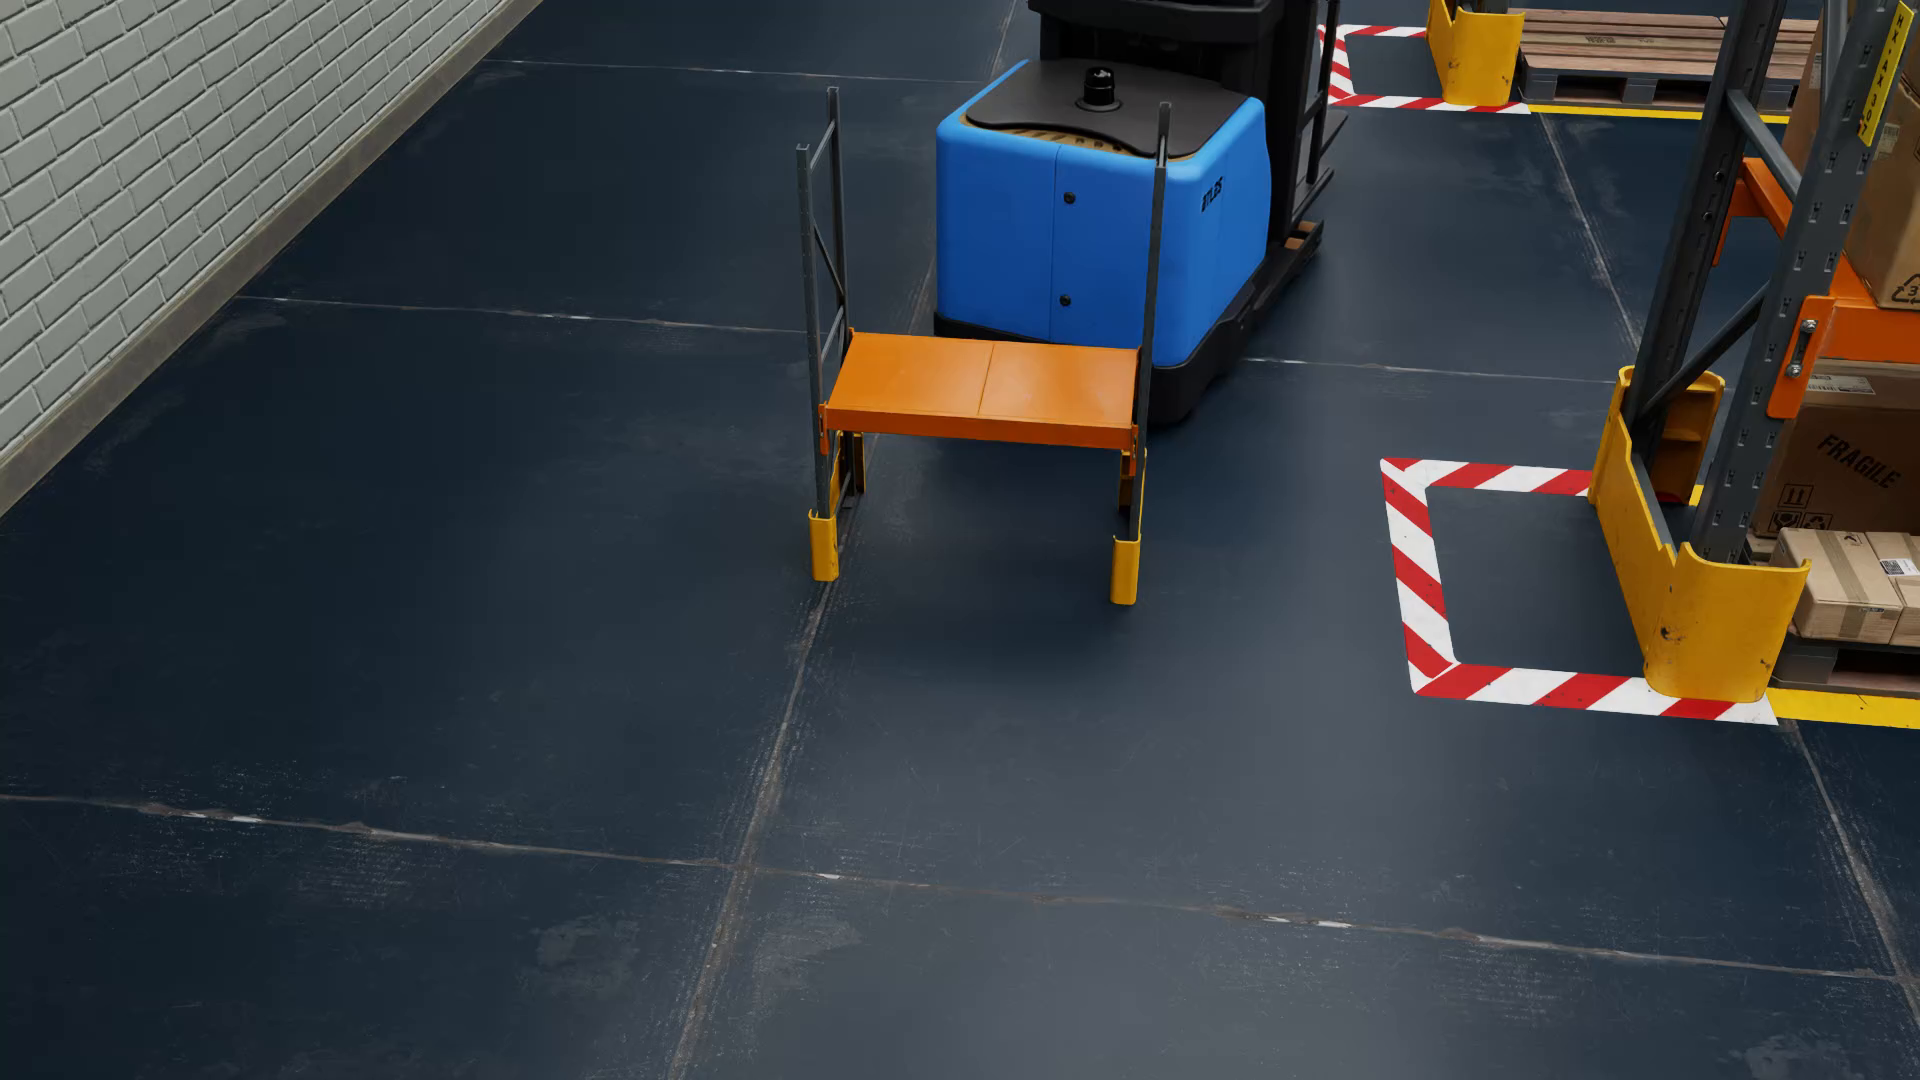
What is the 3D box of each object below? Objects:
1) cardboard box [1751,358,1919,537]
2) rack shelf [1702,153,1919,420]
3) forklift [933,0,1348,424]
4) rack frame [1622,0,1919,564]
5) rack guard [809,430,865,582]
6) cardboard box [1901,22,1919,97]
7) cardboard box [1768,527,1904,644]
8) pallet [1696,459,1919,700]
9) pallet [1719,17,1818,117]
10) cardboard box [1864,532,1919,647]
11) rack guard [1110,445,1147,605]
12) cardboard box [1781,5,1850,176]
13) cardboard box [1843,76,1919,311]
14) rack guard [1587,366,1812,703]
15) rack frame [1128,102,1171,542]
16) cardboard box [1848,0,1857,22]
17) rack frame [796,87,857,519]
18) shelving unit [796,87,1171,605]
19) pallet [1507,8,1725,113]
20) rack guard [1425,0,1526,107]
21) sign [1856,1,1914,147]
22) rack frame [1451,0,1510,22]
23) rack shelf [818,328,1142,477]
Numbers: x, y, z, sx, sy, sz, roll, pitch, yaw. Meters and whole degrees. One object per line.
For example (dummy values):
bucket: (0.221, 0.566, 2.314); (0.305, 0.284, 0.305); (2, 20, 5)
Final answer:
cardboard box: (2.854, -0.338, 5.415); (0.500, 0.500, 0.500); (4, 36, 6)
rack shelf: (4.267, -0.634, 4.676); (4.000, 0.370, 1.077); (4, 36, 6)
forklift: (0.994, -2.471, 6.689); (1.130, 2.935, 3.031); (16, 38, 21)
rack frame: (2.283, -1.075, 4.674); (0.127, 3.000, 1.000); (4, 36, 6)
rack guard: (-0.418, -0.133, 5.721); (0.087, 0.250, 0.587); (4, 36, 6)
cardboard box: (2.690, -1.338, 4.096); (0.500, 0.500, 0.500); (5, 36, 7)
cardboard box: (2.655, 0.135, 5.054); (0.250, 0.149, 0.380); (4, 36, 6)
pallet: (3.149, 0.124, 5.395); (1.213, 0.211, 1.003); (4, 36, 6)
pallet: (4.937, -2.619, 9.238); (1.213, 0.211, 1.003); (4, 36, 6)
cardboard box: (2.903, 0.147, 5.023); (0.250, 0.166, 0.380); (4, 36, 6)
rack guard: (0.570, -0.059, 5.618); (0.087, 0.250, 0.587); (4, 36, 6)
cardboard box: (2.762, -1.240, 4.819); (0.500, 0.500, 0.500); (5, 36, 7)
cardboard box: (2.690, -0.931, 4.386); (0.500, 0.500, 0.500); (5, 36, 7)
rack guard: (2.358, -0.052, 5.393); (0.348, 0.500, 1.175); (4, 36, 6)
rack frame: (0.589, -0.567, 5.253); (0.032, 1.500, 0.500); (4, 36, 6)
cardboard box: (2.759, -1.648, 4.531); (0.500, 0.500, 0.500); (4, 36, 6)
rack frame: (-0.420, -0.642, 5.358); (0.032, 1.500, 0.500); (4, 36, 6)
shelving unit: (0.076, -0.605, 5.306); (1.083, 1.500, 0.587); (4, 36, 6)
pallet: (3.731, -2.711, 9.366); (1.213, 0.211, 1.003); (4, 36, 6)
rack guard: (2.892, -2.906, 9.391); (0.348, 0.500, 1.175); (4, 36, 6)
sign: (2.214, -1.115, 3.985); (0.005, 0.325, 0.100); (4, 36, 6)
rack frame: (2.918, -3.929, 8.673); (0.127, 3.000, 1.000); (4, 36, 6)
rack shelf: (0.085, -0.458, 5.410); (1.000, 0.185, 0.538); (4, 36, 6)
